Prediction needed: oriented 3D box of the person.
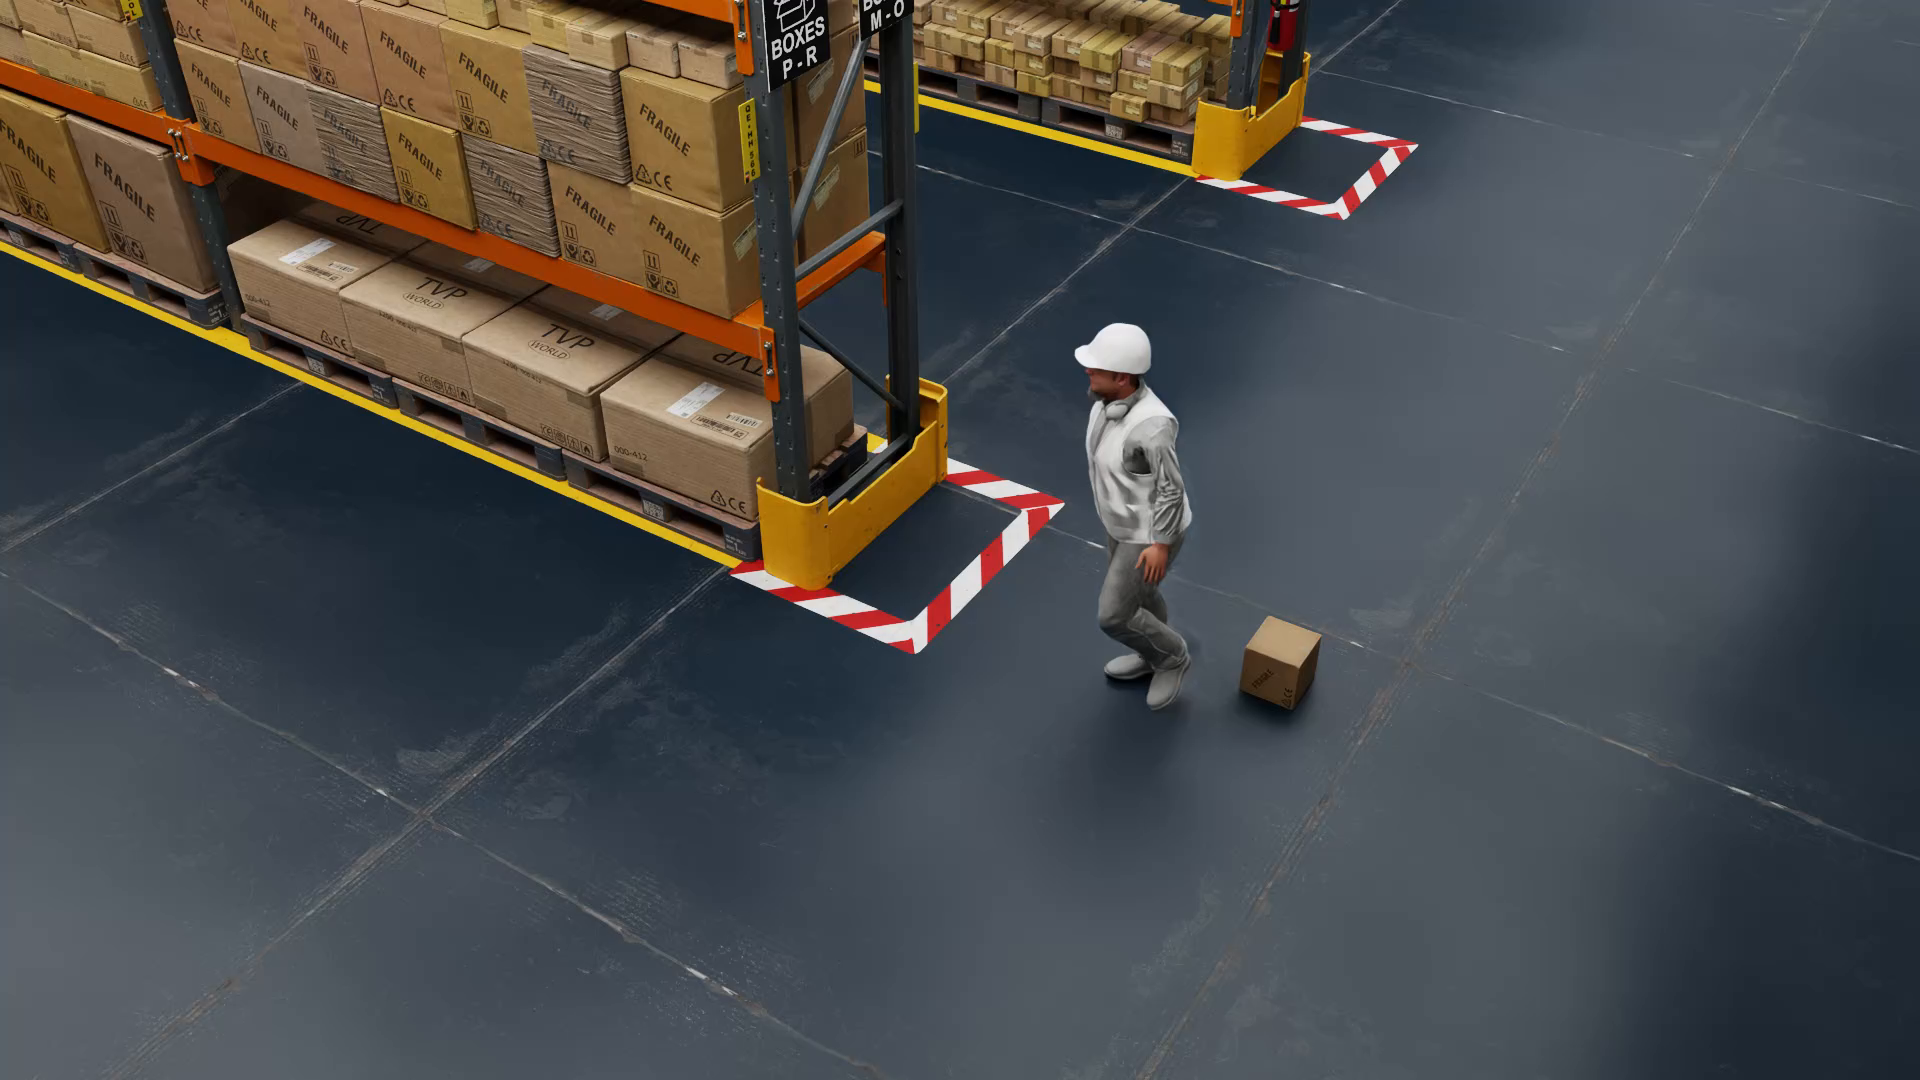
[{"bbox_3d":[0.707,-0.095,6.770,0.519,1.755,0.606,-9,39,-12],"label":"person"}]
